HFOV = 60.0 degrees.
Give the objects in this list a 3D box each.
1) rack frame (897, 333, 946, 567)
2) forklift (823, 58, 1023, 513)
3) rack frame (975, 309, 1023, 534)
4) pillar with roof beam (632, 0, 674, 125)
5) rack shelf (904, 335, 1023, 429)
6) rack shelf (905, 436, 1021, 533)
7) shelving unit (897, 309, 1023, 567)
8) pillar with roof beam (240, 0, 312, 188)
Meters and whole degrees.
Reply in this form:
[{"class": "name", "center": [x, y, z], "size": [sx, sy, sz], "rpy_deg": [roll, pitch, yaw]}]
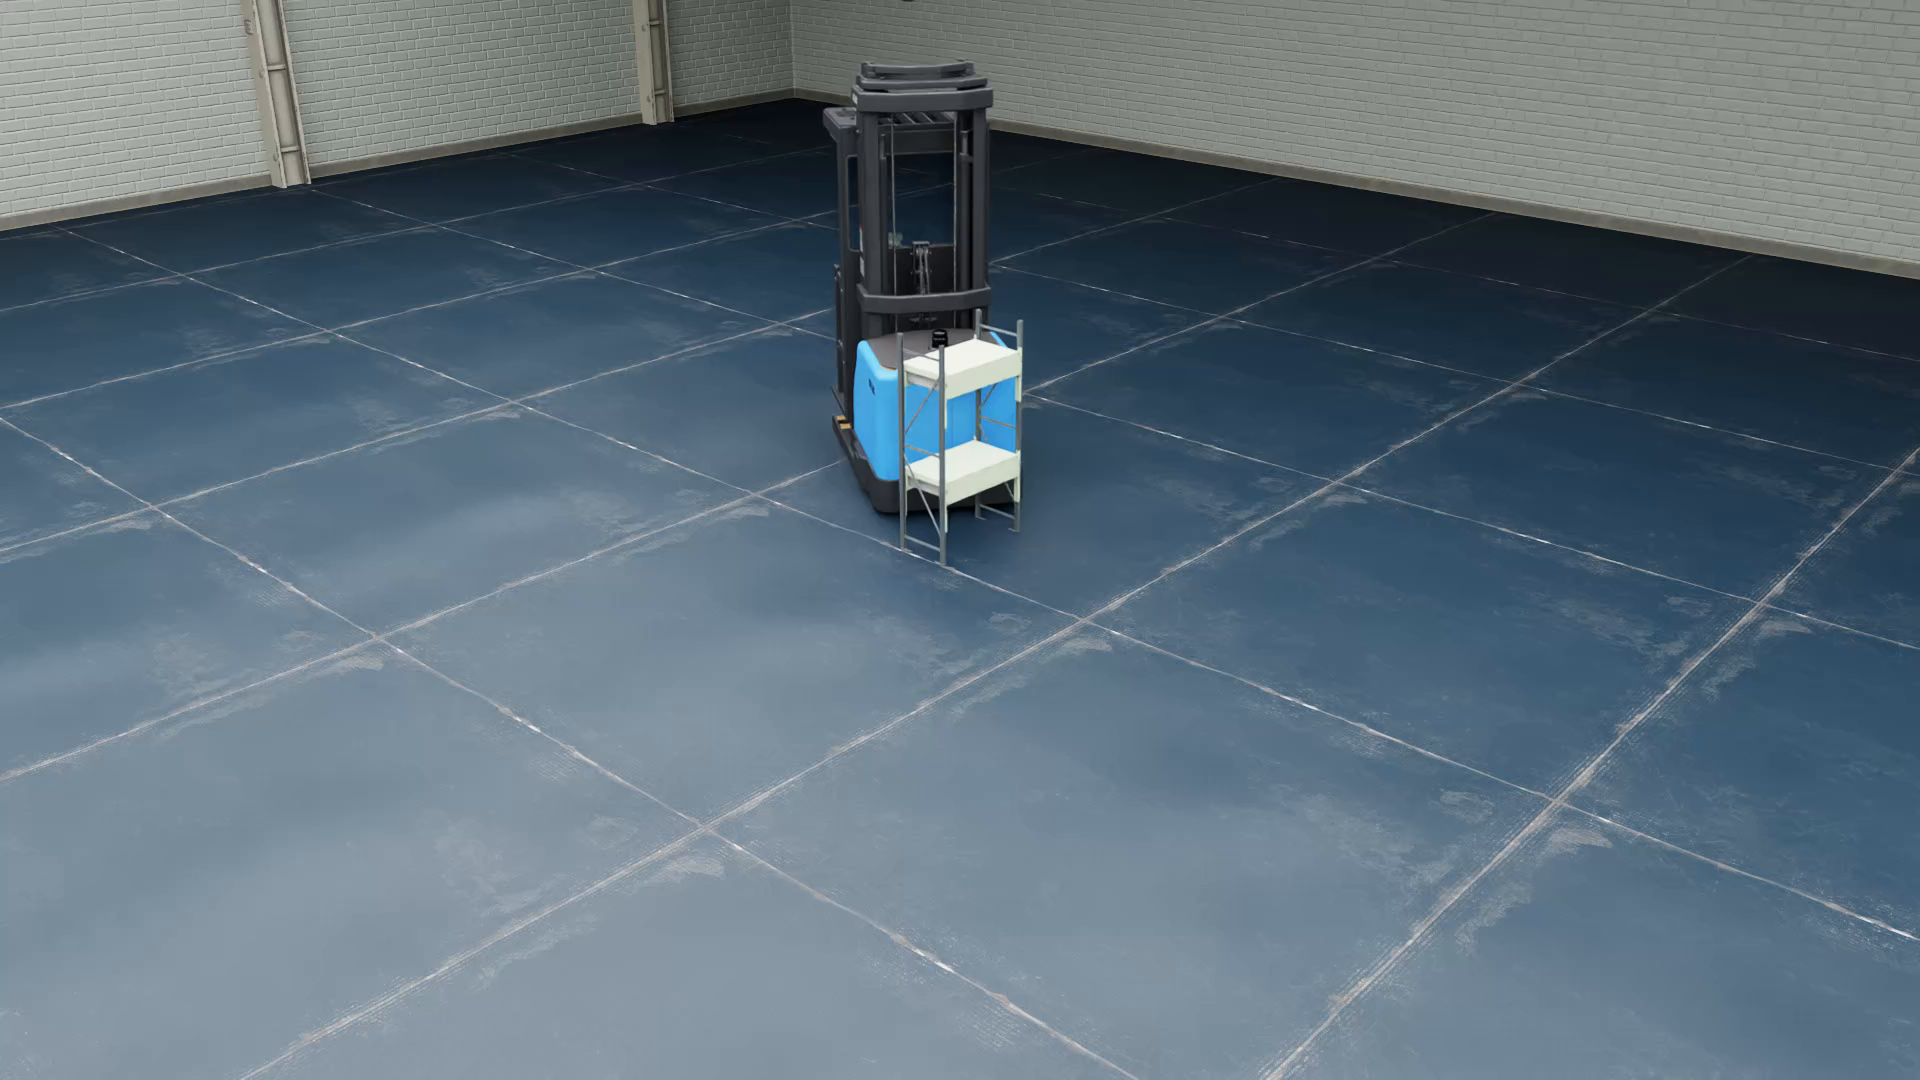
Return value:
[{"class": "rack frame", "center": [-0.245, -0.567, 10.682], "size": [0.400, 1.500, 0.023], "rpy_deg": [21, 32, 39]}, {"class": "forklift", "center": [-0.385, -2.101, 12.353], "size": [1.130, 2.935, 3.031], "rpy_deg": [-5, 25, -12]}, {"class": "rack frame", "center": [0.257, -0.785, 11.168], "size": [0.400, 1.500, 0.023], "rpy_deg": [21, 32, 39]}, {"class": "pillar with roof beam", "center": [-1.442, -9.366, 21.140], "size": [9.100, 9.000, 0.400], "rpy_deg": [20, 31, 38]}, {"class": "rack shelf", "center": [0.006, -1.032, 10.766], "size": [0.431, 0.370, 0.720], "rpy_deg": [21, 32, 39]}, {"class": "rack shelf", "center": [0.006, -0.379, 11.059], "size": [0.431, 0.370, 0.720], "rpy_deg": [21, 32, 39]}, {"class": "shelving unit", "center": [0.006, -0.676, 10.925], "size": [0.431, 1.500, 0.755], "rpy_deg": [21, 32, 39]}, {"class": "pillar with roof beam", "center": [-5.447, -7.538, 17.062], "size": [9.100, 9.000, 0.400], "rpy_deg": [20, 31, 38]}]
